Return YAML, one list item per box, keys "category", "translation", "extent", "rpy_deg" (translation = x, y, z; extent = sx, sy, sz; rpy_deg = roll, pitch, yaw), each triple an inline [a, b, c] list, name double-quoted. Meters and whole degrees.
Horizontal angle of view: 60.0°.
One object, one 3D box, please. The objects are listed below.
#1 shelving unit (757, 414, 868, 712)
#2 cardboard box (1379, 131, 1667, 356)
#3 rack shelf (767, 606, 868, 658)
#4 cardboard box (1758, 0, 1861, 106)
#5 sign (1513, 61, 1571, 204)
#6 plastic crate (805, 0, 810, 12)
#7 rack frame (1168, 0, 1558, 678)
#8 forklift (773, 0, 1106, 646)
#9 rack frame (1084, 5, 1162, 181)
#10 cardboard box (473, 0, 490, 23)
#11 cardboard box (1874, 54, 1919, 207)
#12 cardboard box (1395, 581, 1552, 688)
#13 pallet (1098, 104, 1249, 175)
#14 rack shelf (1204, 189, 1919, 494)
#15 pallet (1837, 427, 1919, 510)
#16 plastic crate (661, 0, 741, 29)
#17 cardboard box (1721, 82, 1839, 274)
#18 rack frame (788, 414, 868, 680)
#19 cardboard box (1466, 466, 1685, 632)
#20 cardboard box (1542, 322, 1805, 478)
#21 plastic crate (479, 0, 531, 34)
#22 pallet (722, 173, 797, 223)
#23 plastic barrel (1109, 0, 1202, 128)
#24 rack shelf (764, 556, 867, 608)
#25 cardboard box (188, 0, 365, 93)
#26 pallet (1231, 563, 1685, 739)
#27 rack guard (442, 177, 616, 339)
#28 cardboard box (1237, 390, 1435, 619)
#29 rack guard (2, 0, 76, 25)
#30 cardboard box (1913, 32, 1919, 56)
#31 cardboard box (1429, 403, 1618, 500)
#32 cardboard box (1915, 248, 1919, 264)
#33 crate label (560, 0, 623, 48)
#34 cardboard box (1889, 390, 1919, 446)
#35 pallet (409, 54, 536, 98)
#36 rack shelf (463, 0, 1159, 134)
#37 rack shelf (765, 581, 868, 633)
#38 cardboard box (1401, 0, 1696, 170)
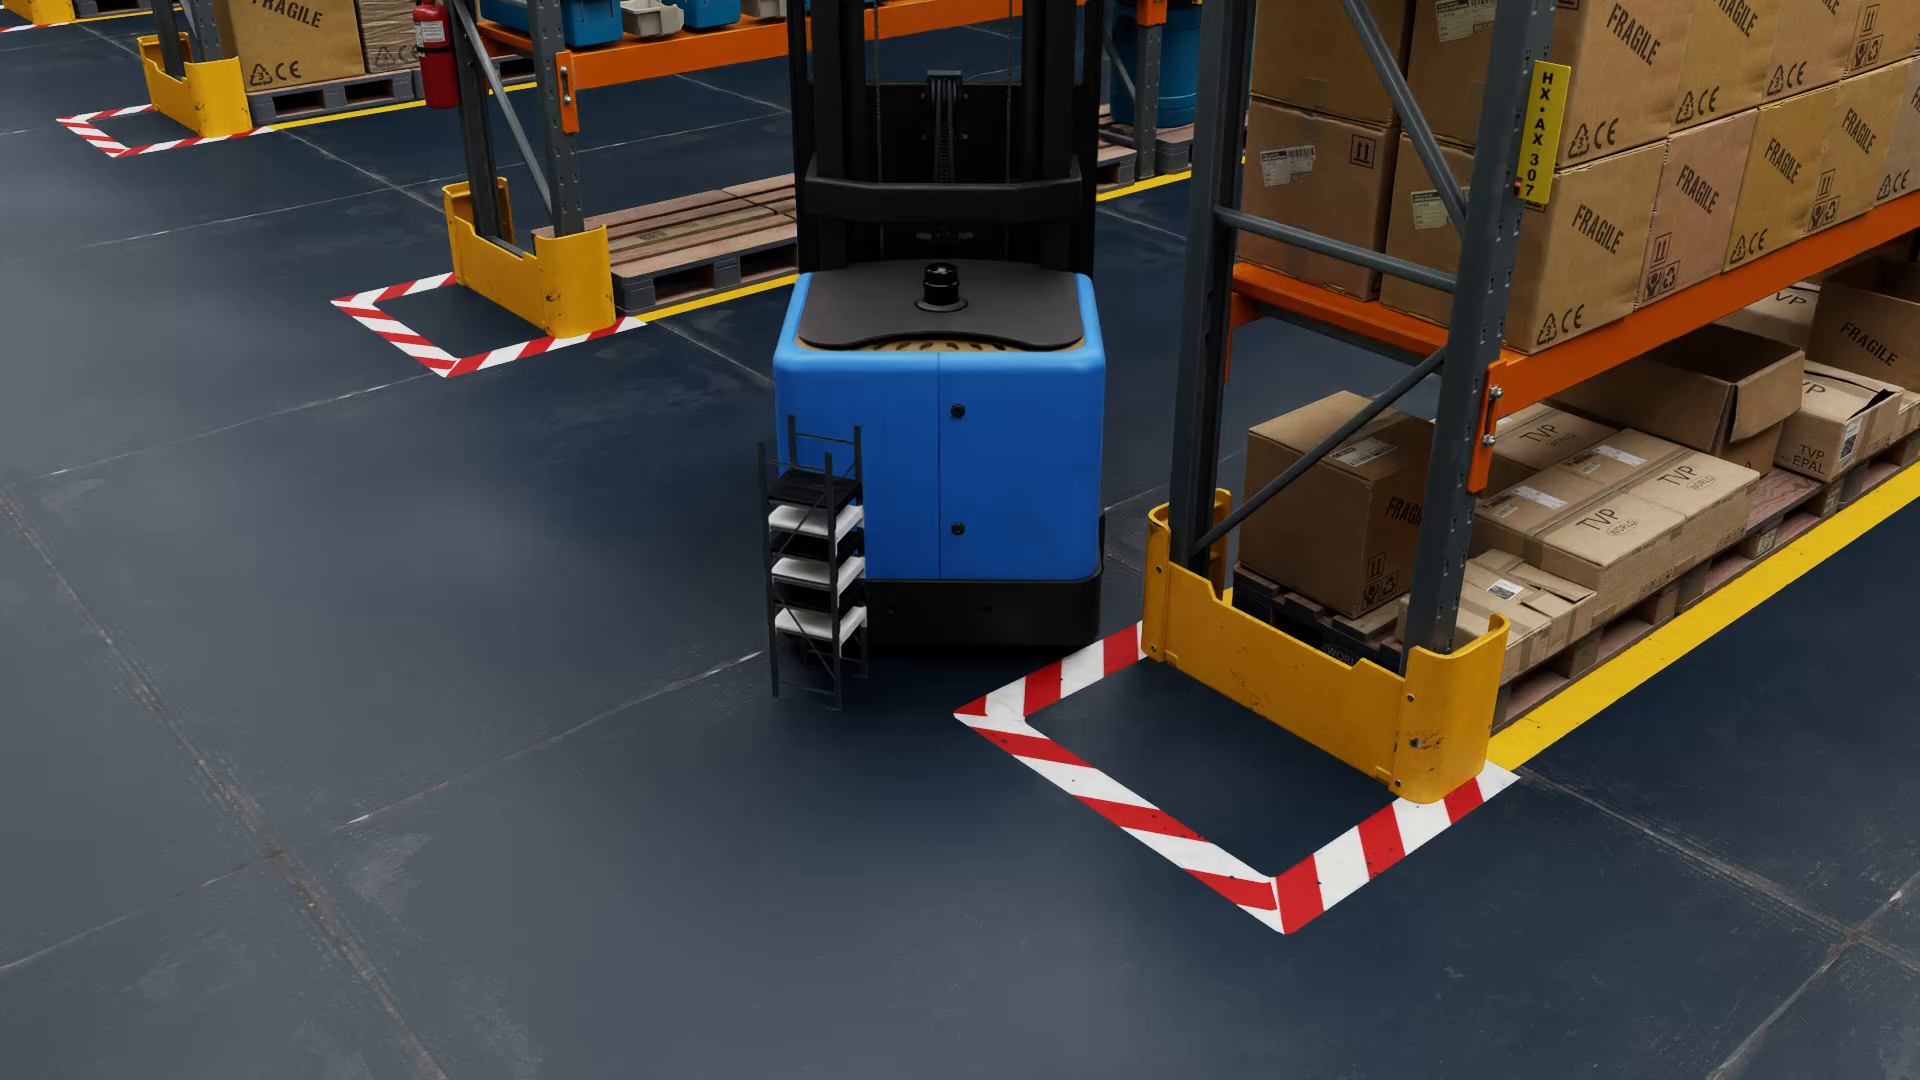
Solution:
- category: "shelving unit"
  translation: [-0.448, 0.080, 5.146]
  extent: [0.258, 0.900, 0.210]
  rpy_deg: [10, 30, 18]
- category: "cardboard box"
  translation: [1.540, -0.869, 4.587]
  extent: [0.500, 0.500, 0.500]
  rpy_deg: [-21, 35, -34]
- category: "rack shelf"
  translation: [-0.448, 0.268, 5.247]
  extent: [0.258, 0.077, 0.200]
  rpy_deg: [10, 30, 18]
- category: "cardboard box"
  translation: [2.316, -1.624, 4.939]
  extent: [0.500, 0.500, 0.500]
  rpy_deg: [-21, 35, -34]
- category: "sign"
  translation: [1.383, -0.971, 3.965]
  extent: [0.005, 0.325, 0.100]
  rpy_deg: [-22, 35, -35]
- category: "plastic crate"
  translation: [-0.778, -2.873, 8.558]
  extent: [0.300, 0.233, 0.416]
  rpy_deg: [-22, 35, -35]
- category: "rack frame"
  translation: [1.031, -0.783, 4.533]
  extent: [0.127, 3.000, 1.000]
  rpy_deg: [-22, 35, -35]
- category: "forklift"
  translation: [-0.049, -1.598, 6.130]
  extent: [1.130, 2.935, 3.031]
  rpy_deg: [0, 28, 1]
- category: "rack frame"
  translation: [0.862, -3.784, 10.149]
  extent: [0.127, 3.000, 1.000]
  rpy_deg: [-22, 35, -35]
- category: "cardboard box"
  translation: [-3.591, -4.360, 13.034]
  extent: [0.875, 0.875, 0.875]
  rpy_deg: [-22, 35, -35]
- category: "cardboard box"
  translation: [3.080, -1.490, 5.750]
  extent: [0.500, 0.500, 0.500]
  rpy_deg: [-21, 35, -34]
- category: "cardboard box"
  translation: [1.573, 0.275, 5.111]
  extent: [0.250, 0.149, 0.380]
  rpy_deg: [-22, 35, -35]
- category: "pallet"
  translation: [1.476, -2.775, 11.220]
  extent: [1.213, 0.211, 1.003]
  rpy_deg: [-22, 35, -35]
- category: "rack shelf"
  translation: [2.553, -1.078, 5.848]
  extent: [4.000, 0.370, 1.077]
  rpy_deg: [-22, 35, -35]
- category: "pallet"
  translation: [3.551, -0.567, 7.088]
  extent: [1.213, 0.211, 1.003]
  rpy_deg: [-22, 35, -35]
- category: "plastic crate"
  translation: [-1.279, -2.672, 8.181]
  extent: [0.300, 0.233, 0.416]
  rpy_deg: [-22, 35, -35]
- category: "cardboard box"
  translation: [2.313, -1.181, 5.171]
  extent: [0.500, 0.500, 0.500]
  rpy_deg: [-22, 35, -35]
- category: "rack frame"
  translation: [-0.411, 0.035, 5.230]
  extent: [0.240, 0.900, 0.006]
  rpy_deg: [10, 30, 18]
- category: "cardboard box"
  translation: [2.009, 0.018, 5.485]
  extent: [0.500, 0.250, 0.500]
  rpy_deg: [-22, 35, -35]
- category: "cardboard box"
  translation: [2.648, -0.523, 6.229]
  extent: [0.637, 0.503, 0.797]
  rpy_deg: [-22, 35, -35]
- category: "plastic crate"
  translation: [-2.047, -2.772, 8.153]
  extent: [0.499, 0.435, 0.616]
  rpy_deg: [-22, 35, -35]
- category: "pallet"
  translation: [-0.601, -1.940, 9.657]
  extent: [1.213, 0.211, 1.003]
  rpy_deg: [-22, 35, -35]
- category: "plastic barrel"
  translation: [1.287, -3.204, 10.844]
  extent: [0.708, 0.901, 0.600]
  rpy_deg: [-22, 35, -35]
- category: "rack shelf"
  translation: [-0.448, 0.109, 5.162]
  extent: [0.258, 0.077, 0.200]
  rpy_deg: [10, 30, 18]
- category: "cardboard box"
  translation: [-4.961, -3.809, 12.004]
  extent: [0.875, 0.875, 0.875]
  rpy_deg: [-22, 35, -35]
- category: "pallet"
  translation: [1.695, 0.179, 5.691]
  extent: [1.213, 0.211, 1.003]
  rpy_deg: [-22, 35, -35]
- category: "rack guard"
  translation: [-2.191, -1.446, 8.426]
  extent: [0.348, 0.500, 1.175]
  rpy_deg: [-22, 35, -35]
- category: "cardboard box"
  translation: [1.285, -0.130, 5.495]
  extent: [0.500, 0.500, 0.500]
  rpy_deg: [-22, 35, -35]
- category: "rack guard"
  translation: [-8.480, -5.067, 15.200]
  extent: [0.348, 0.500, 1.175]
  rpy_deg: [-22, 35, -35]
- category: "cardboard box"
  translation: [3.086, -1.933, 5.517]
  extent: [0.500, 0.500, 0.500]
  rpy_deg: [-22, 35, -35]
- category: "cardboard box"
  translation: [2.027, -0.299, 6.078]
  extent: [0.500, 0.250, 0.500]
  rpy_deg: [-22, 35, -35]
- category: "cardboard box"
  translation: [4.600, -1.159, 7.422]
  extent: [0.500, 0.500, 0.500]
  rpy_deg: [-24, 36, -37]
- category: "crate label"
  translation: [-1.779, -2.471, 7.805]
  extent: [0.303, 0.233, 0.416]
  rpy_deg: [-22, 35, -35]
- category: "cardboard box"
  translation: [3.578, -0.531, 6.620]
  extent: [0.250, 0.149, 0.380]
  rpy_deg: [-22, 35, -35]
- category: "pallet"
  translation: [-3.911, -3.751, 13.044]
  extent: [1.213, 0.211, 1.003]
  rpy_deg: [-22, 35, -35]
- category: "rack shelf"
  translation: [-0.659, -2.855, 9.173]
  extent: [4.000, 0.370, 1.077]
  rpy_deg: [-22, 35, -35]
- category: "rack shelf"
  translation: [-0.448, 0.188, 5.204]
  extent: [0.258, 0.077, 0.200]
  rpy_deg: [10, 30, 18]
- category: "cardboard box"
  translation: [1.540, -1.310, 4.351]
  extent: [0.500, 0.500, 0.500]
  rpy_deg: [-21, 34, -33]
